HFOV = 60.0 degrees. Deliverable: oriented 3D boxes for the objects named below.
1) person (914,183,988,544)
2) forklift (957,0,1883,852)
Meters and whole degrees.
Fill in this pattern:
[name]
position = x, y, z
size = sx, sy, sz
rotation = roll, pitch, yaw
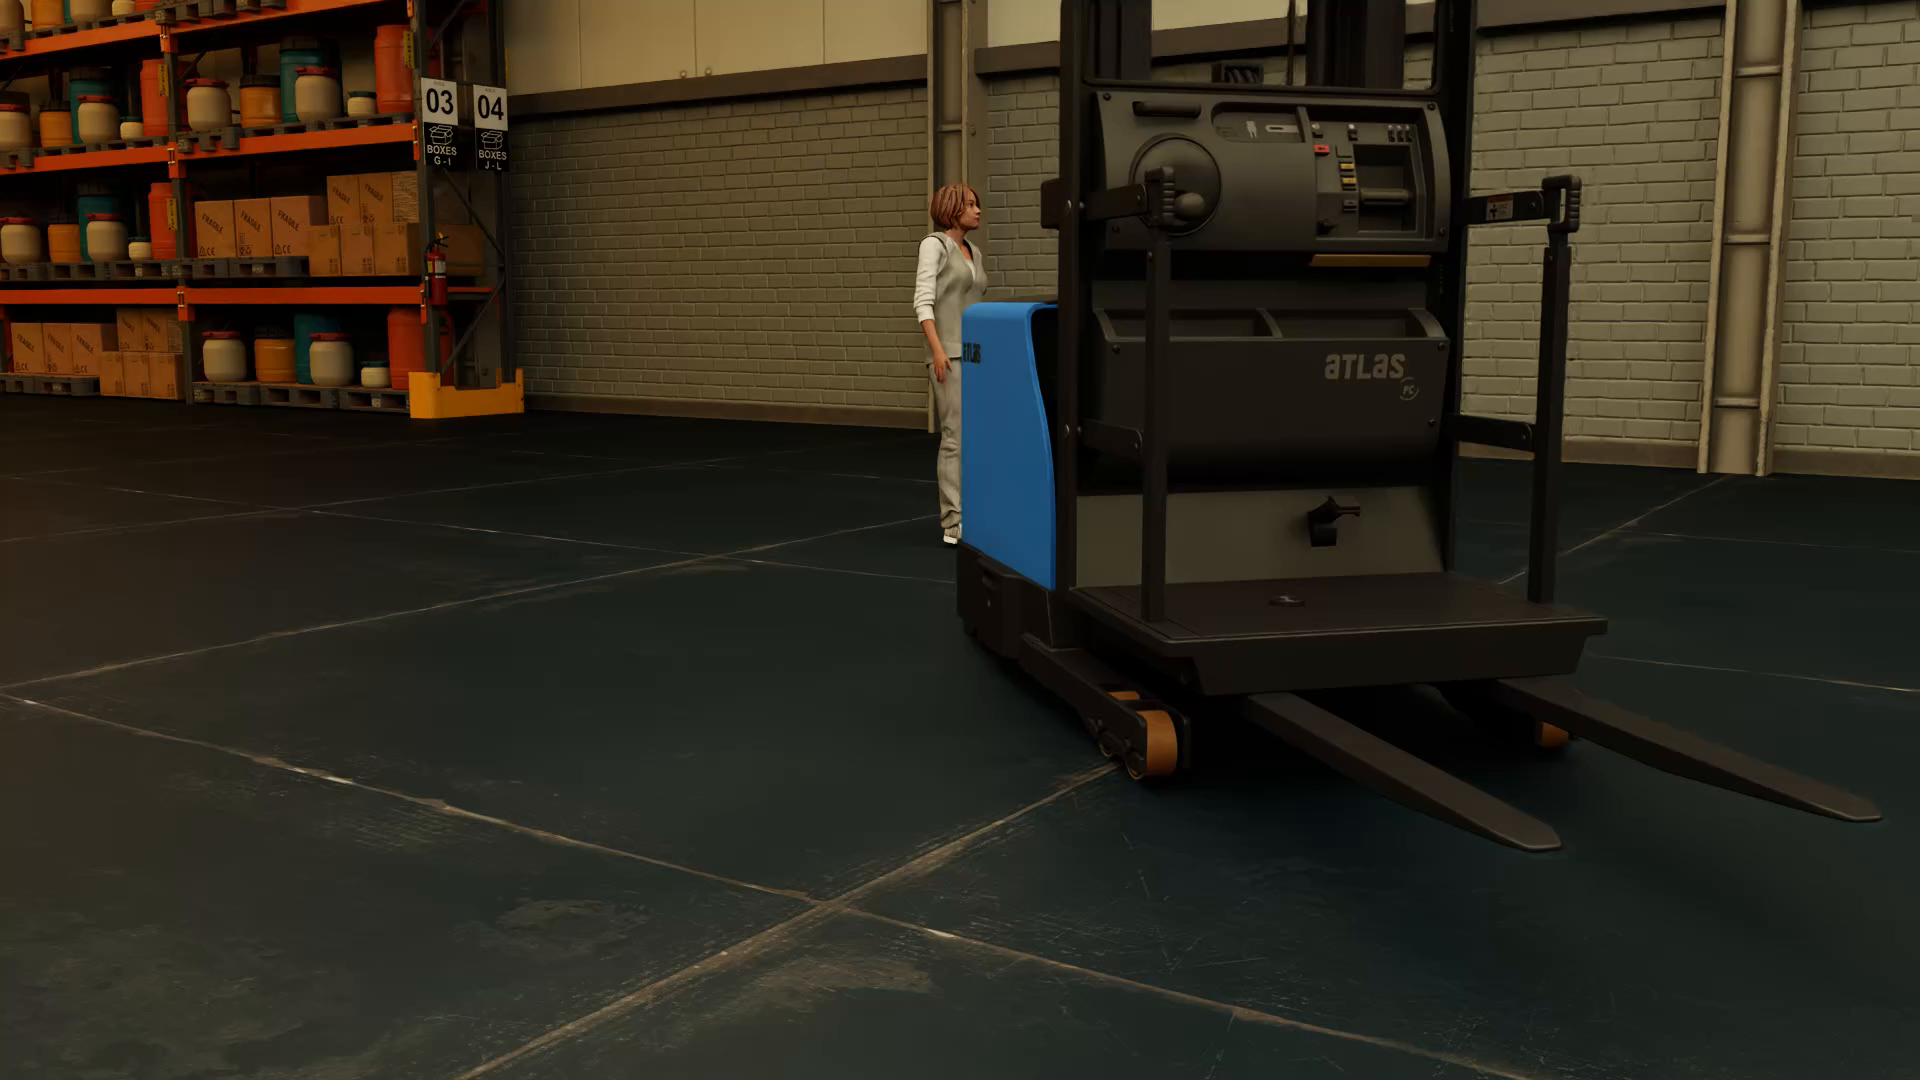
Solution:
[person]
position = 0.053, -0.790, 7.438
size = 0.475, 1.596, 0.521
rotation = 5, 10, 34
[forklift]
position = 0.847, -0.964, 3.969
size = 1.130, 2.935, 3.031
rotation = -2, 8, -14
